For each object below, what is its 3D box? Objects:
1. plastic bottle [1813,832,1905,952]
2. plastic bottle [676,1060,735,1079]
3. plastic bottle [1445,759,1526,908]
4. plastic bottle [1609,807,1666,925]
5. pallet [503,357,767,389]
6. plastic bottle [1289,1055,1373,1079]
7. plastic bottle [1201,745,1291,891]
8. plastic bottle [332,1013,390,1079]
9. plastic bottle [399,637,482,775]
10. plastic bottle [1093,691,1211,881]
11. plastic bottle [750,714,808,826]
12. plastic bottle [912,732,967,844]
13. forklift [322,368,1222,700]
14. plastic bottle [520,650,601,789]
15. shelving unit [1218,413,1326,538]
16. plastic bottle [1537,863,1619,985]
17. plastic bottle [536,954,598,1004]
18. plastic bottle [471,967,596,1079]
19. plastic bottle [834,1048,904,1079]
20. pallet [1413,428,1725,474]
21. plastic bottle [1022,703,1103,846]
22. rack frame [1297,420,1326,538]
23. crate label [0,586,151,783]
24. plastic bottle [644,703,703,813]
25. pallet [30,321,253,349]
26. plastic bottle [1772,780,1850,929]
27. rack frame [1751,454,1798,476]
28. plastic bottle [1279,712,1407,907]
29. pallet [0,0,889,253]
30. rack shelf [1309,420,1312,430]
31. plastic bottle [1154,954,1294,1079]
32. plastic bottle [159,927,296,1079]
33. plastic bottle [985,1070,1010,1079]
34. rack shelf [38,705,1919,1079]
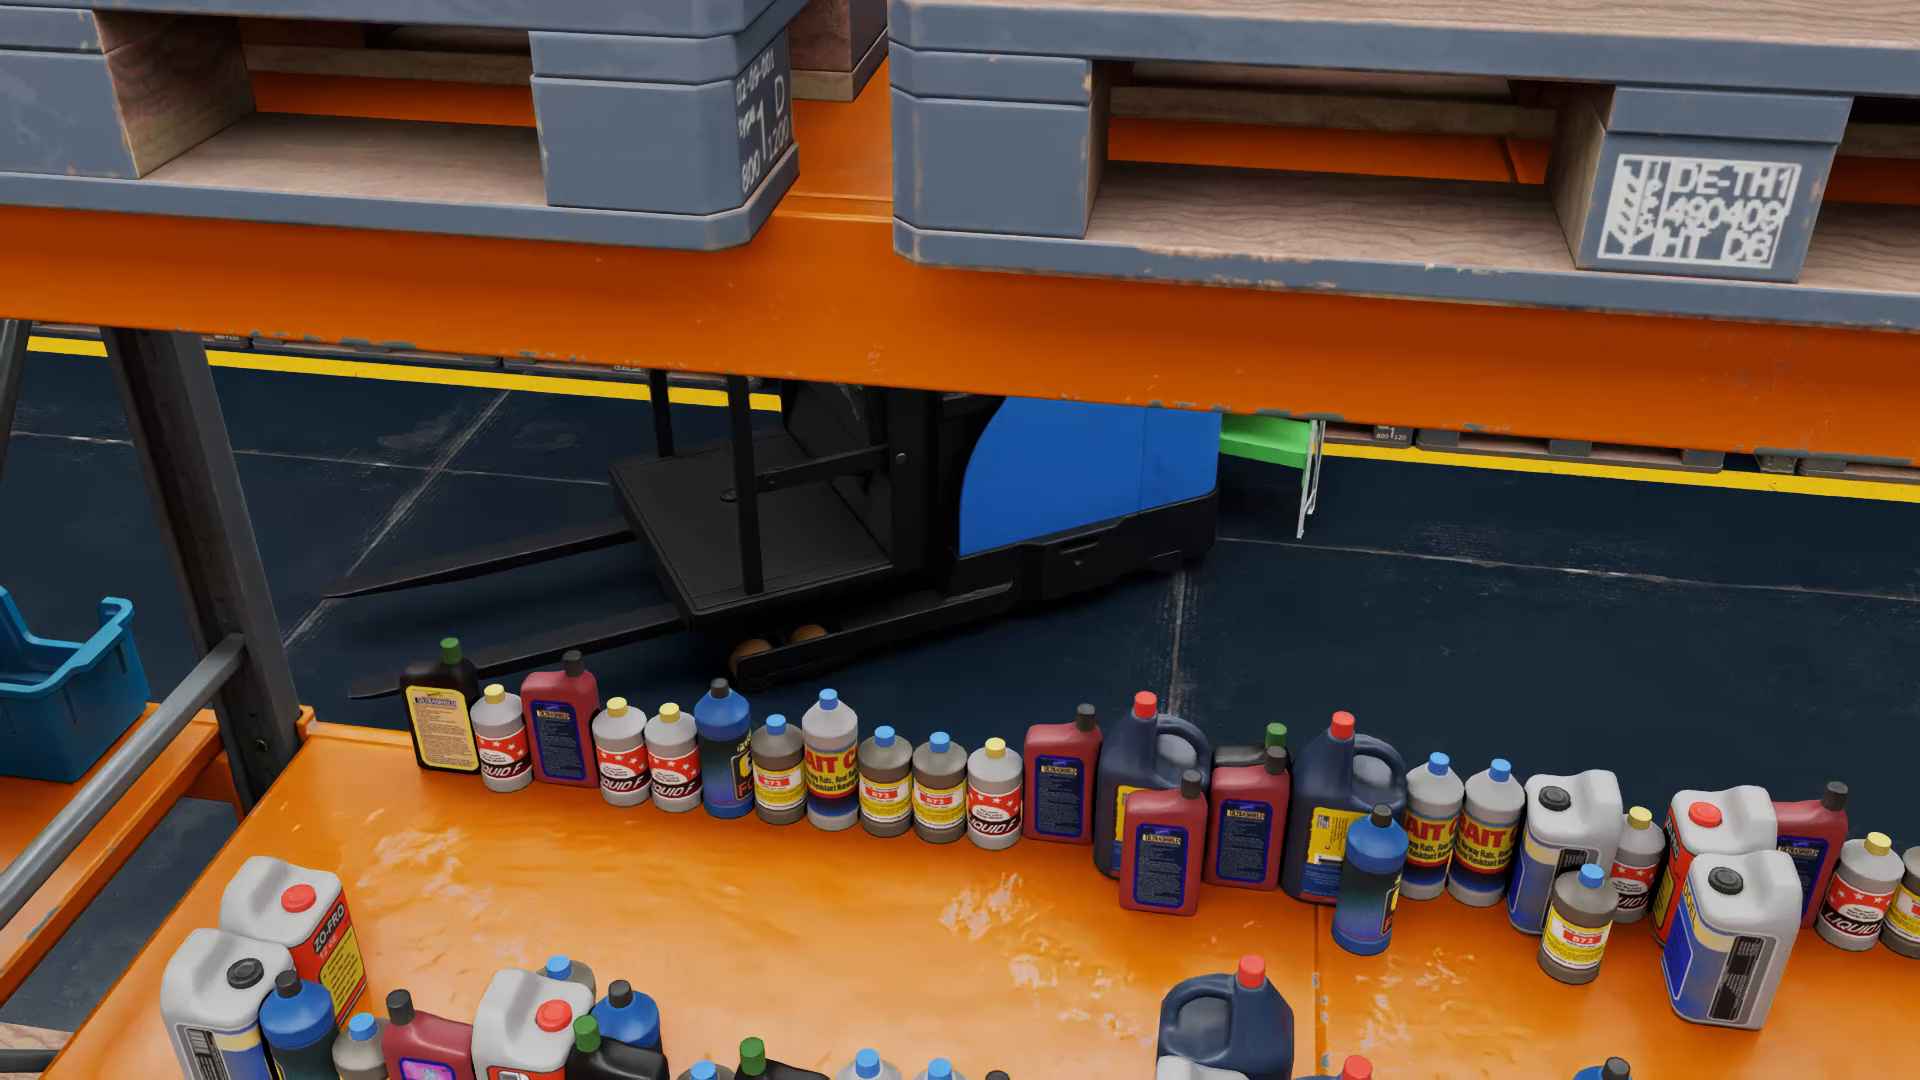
[{"bbox_3d":[1.469,0.564,2.710,0.097,0.201,0.097,0,32,0],"label":"plastic bottle"},{"bbox_3d":[-0.350,0.807,2.320,0.097,0.201,0.097,0,32,0],"label":"plastic bottle"},{"bbox_3d":[0.880,0.481,2.776,0.097,0.271,0.097,0,32,0],"label":"plastic bottle"},{"bbox_3d":[1.109,0.531,2.762,0.097,0.201,0.097,0,32,0],"label":"plastic bottle"},{"bbox_3d":[-1.387,-1.065,7.752,1.213,0.211,1.003,5,32,8],"label":"pallet"},{"bbox_3d":[0.477,0.806,2.181,0.185,0.351,0.144,5,32,8],"label":"plastic bottle"},{"bbox_3d":[0.481,0.462,2.794,0.133,0.283,0.061,5,32,8],"label":"plastic bottle"},{"bbox_3d":[-0.842,0.763,2.391,0.097,0.201,0.097,0,32,0],"label":"plastic bottle"},{"bbox_3d":[-0.949,0.300,3.053,0.133,0.283,0.061,5,32,8],"label":"plastic bottle"},{"bbox_3d":[0.328,0.410,2.815,0.185,0.351,0.144,5,32,8],"label":"plastic bottle"},{"bbox_3d":[-0.323,0.401,2.969,0.097,0.201,0.097,0,32,0],"label":"plastic bottle"},{"bbox_3d":[-0.035,0.427,2.927,0.097,0.201,0.097,0,32,0],"label":"plastic bottle"},{"bbox_3d":[-0.626,-1.069,5.195,3.031,2.935,1.130,-14,35,-21],"label":"forklift"},{"bbox_3d":[-0.721,0.321,3.021,0.133,0.283,0.061,5,32,8],"label":"plastic bottle"},{"bbox_3d":[1.096,-0.624,6.117,0.503,1.200,0.258,12,34,19],"label":"shelving unit"},{"bbox_3d":[0.987,0.602,2.649,0.097,0.201,0.097,0,32,0],"label":"plastic bottle"},{"bbox_3d":[-0.589,0.704,2.486,0.097,0.201,0.097,0,32,0],"label":"plastic bottle"},{"bbox_3d":[-0.591,0.739,2.359,0.135,0.276,0.152,5,32,8],"label":"plastic bottle"},{"bbox_3d":[-0.123,0.798,2.269,0.097,0.271,0.097,0,32,0],"label":"plastic bottle"},{"bbox_3d":[2.552,-0.666,7.116,1.213,0.211,1.003,5,32,8],"label":"pallet"},{"bbox_3d":[0.178,0.402,2.890,0.133,0.283,0.061,5,32,8],"label":"plastic bottle"},{"bbox_3d":[1.321,-0.575,6.037,0.015,1.200,0.240,12,34,19],"label":"rack frame"},{"bbox_3d":[-1.772,0.275,3.141,0.416,0.233,0.303,5,32,8],"label":"crate label"},{"bbox_3d":[-0.515,0.384,2.997,0.097,0.201,0.097,0,32,0],"label":"plastic bottle"},{"bbox_3d":[-3.793,-1.282,8.100,1.213,0.211,1.003,5,32,8],"label":"pallet"},{"bbox_3d":[1.358,0.509,2.720,0.133,0.283,0.061,5,32,8],"label":"plastic bottle"},{"bbox_3d":[3.361,-1.796,6.292,0.127,3.000,1.000,5,32,8],"label":"rack frame"},{"bbox_3d":[0.641,0.438,2.770,0.185,0.351,0.144,5,32,8],"label":"plastic bottle"},{"bbox_3d":[-0.682,-0.634,1.787,1.213,0.211,1.003,5,32,8],"label":"pallet"},{"bbox_3d":[1.096,-0.570,6.150,0.480,0.148,0.258,12,34,19],"label":"rack shelf"},{"bbox_3d":[0.370,0.715,2.327,0.185,0.351,0.144,5,32,8],"label":"plastic bottle"},{"bbox_3d":[-1.047,0.698,2.425,0.135,0.276,0.152,5,32,8],"label":"plastic bottle"},{"bbox_3d":[0.084,0.822,2.220,0.133,0.283,0.061,5,32,8],"label":"plastic bottle"},{"bbox_3d":[0.552,0.921,2.629,4.000,0.370,1.077,5,32,8],"label":"rack shelf"}]
